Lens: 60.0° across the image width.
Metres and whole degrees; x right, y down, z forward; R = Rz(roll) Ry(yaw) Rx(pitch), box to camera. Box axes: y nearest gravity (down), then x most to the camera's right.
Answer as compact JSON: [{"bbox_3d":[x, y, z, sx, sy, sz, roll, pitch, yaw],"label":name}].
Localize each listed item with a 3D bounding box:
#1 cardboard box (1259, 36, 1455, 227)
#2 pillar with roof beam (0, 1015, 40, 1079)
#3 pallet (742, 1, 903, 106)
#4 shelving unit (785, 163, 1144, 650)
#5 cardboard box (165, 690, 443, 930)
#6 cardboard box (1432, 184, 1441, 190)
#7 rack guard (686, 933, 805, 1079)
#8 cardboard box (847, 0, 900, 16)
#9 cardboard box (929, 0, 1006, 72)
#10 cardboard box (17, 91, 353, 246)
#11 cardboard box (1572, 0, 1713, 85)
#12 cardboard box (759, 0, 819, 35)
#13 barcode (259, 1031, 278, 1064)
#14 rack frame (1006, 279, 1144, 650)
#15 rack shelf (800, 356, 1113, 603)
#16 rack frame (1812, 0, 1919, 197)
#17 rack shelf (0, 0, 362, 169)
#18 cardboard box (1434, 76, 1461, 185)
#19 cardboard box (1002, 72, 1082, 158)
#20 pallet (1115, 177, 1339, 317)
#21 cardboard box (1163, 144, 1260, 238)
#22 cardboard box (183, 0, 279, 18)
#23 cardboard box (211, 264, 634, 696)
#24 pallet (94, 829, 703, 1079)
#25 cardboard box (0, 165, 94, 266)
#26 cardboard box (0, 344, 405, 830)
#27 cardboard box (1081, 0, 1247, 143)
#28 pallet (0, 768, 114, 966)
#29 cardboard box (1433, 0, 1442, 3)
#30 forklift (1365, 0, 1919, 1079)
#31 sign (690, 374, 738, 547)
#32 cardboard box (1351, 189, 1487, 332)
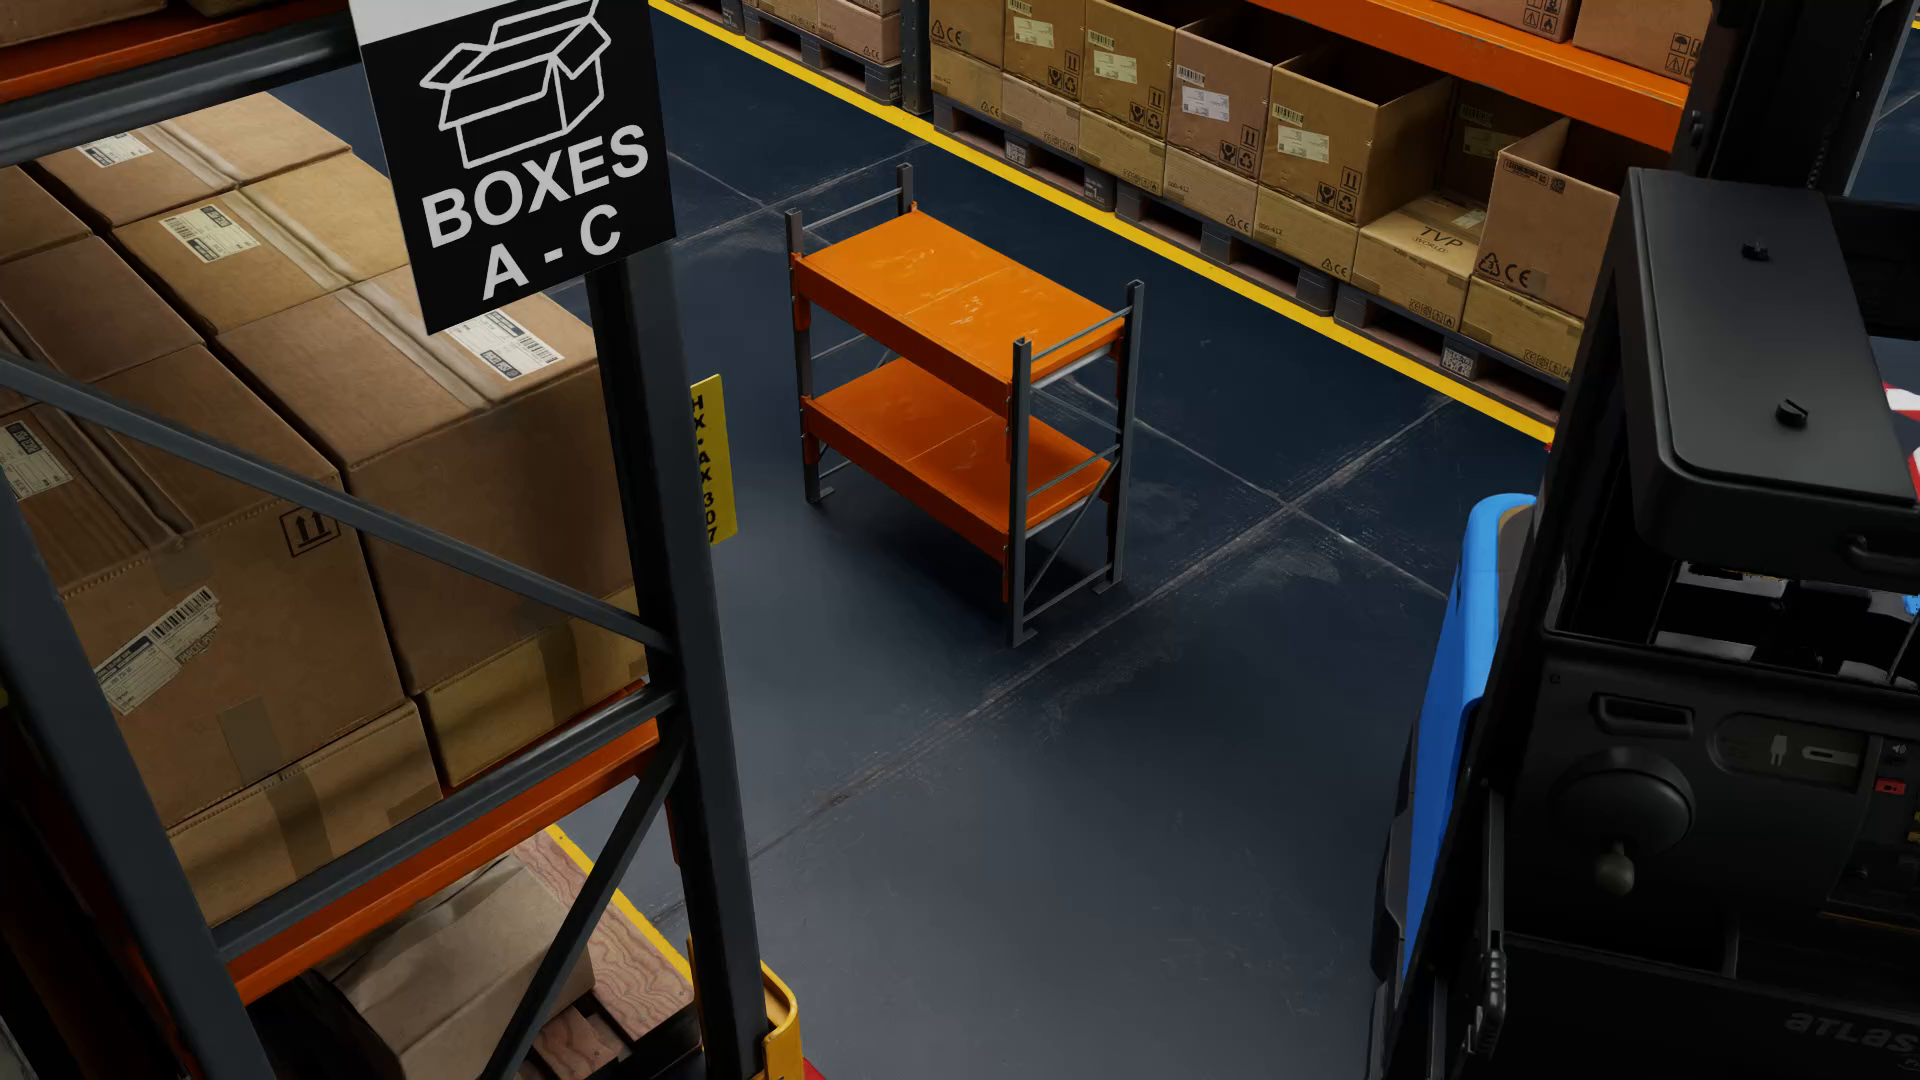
[{"bbox_3d":[1.556,-1.622,6.553,0.500,0.500,0.500,-30,48,-32],"label":"cardboard box"},{"bbox_3d":[1.239,-3.671,3.058,9.100,9.000,0.400,-30,48,-32],"label":"pillar with roof beam"},{"bbox_3d":[-0.408,-2.749,8.910,1.003,0.211,1.213,-30,48,-32],"label":"pallet"},{"bbox_3d":[-0.005,-0.441,5.325,0.538,1.125,1.048,-30,48,-32],"label":"shelving unit"},{"bbox_3d":[-1.281,0.365,2.939,0.500,0.250,0.500,-29,47,-31],"label":"cardboard box"},{"bbox_3d":[1.947,-1.556,7.068,0.500,0.250,0.500,-30,48,-32],"label":"cardboard box"},{"bbox_3d":[-0.873,1.385,3.561,1.175,0.500,0.348,-30,48,-32],"label":"rack guard"},{"bbox_3d":[-0.366,-2.887,8.270,0.500,0.311,0.500,-30,48,-32],"label":"cardboard box"},{"bbox_3d":[0.202,-2.548,7.698,0.500,0.500,0.500,-30,48,-32],"label":"cardboard box"},{"bbox_3d":[-1.595,-0.616,3.557,0.500,0.500,0.500,-32,49,-33],"label":"cardboard box"},{"bbox_3d":[2.518,-1.919,5.583,0.700,0.500,0.500,-30,48,-32],"label":"cardboard box"},{"bbox_3d":[-0.716,-2.907,8.740,0.500,0.250,0.500,-31,48,-32],"label":"cardboard box"},{"bbox_3d":[-1.530,1.123,3.679,0.001,0.075,0.075,-30,48,-32],"label":"barcode"},{"bbox_3d":[0.339,-0.205,5.033,0.500,1.125,0.032,-30,48,-32],"label":"rack frame"},{"bbox_3d":[-0.005,-0.251,5.478,0.538,0.278,1.000,-30,48,-32],"label":"rack shelf"},{"bbox_3d":[2.825,-1.659,5.340,1.000,3.000,0.127,-30,48,-32],"label":"rack frame"},{"bbox_3d":[-2.174,-1.364,3.161,1.077,0.370,4.000,-30,48,-32],"label":"rack shelf"},{"bbox_3d":[1.939,-1.843,6.826,0.500,0.500,0.500,-30,48,-32],"label":"cardboard box"},{"bbox_3d":[0.544,-2.026,7.650,0.500,0.250,0.500,-30,48,-32],"label":"cardboard box"},{"bbox_3d":[1.456,-1.474,7.332,1.003,0.211,1.213,-30,48,-32],"label":"pallet"},{"bbox_3d":[1.221,-1.564,7.077,0.500,0.250,0.500,-30,48,-32],"label":"cardboard box"},{"bbox_3d":[-0.864,-1.026,2.075,0.500,0.500,0.500,-29,47,-31],"label":"cardboard box"},{"bbox_3d":[-0.923,-0.142,2.969,0.500,0.500,0.500,-30,48,-32],"label":"cardboard box"},{"bbox_3d":[-1.396,1.107,4.136,1.003,0.211,1.213,-30,48,-32],"label":"pallet"},{"bbox_3d":[-1.983,-0.395,3.283,0.500,0.500,0.500,-31,48,-33],"label":"cardboard box"},{"bbox_3d":[-1.297,0.079,2.695,0.500,0.500,0.500,-31,48,-32],"label":"cardboard box"},{"bbox_3d":[0.879,-2.085,7.126,0.500,0.500,0.500,-30,48,-32],"label":"cardboard box"},{"bbox_3d":[-2.217,0.542,4.835,1.003,0.211,1.213,-30,48,-32],"label":"pallet"},{"bbox_3d":[1.828,-2.392,6.169,0.700,0.500,0.500,-30,47,-31],"label":"cardboard box"},{"bbox_3d":[1.399,0.536,2.678,1.130,2.935,3.031,9,40,11],"label":"forklift"},{"bbox_3d":[-0.422,-0.119,2.745,0.100,0.325,0.005,-30,48,-32],"label":"sign"},{"bbox_3d":[1.897,-1.101,6.504,0.500,0.250,0.500,-30,48,-32],"label":"cardboard box"}]
